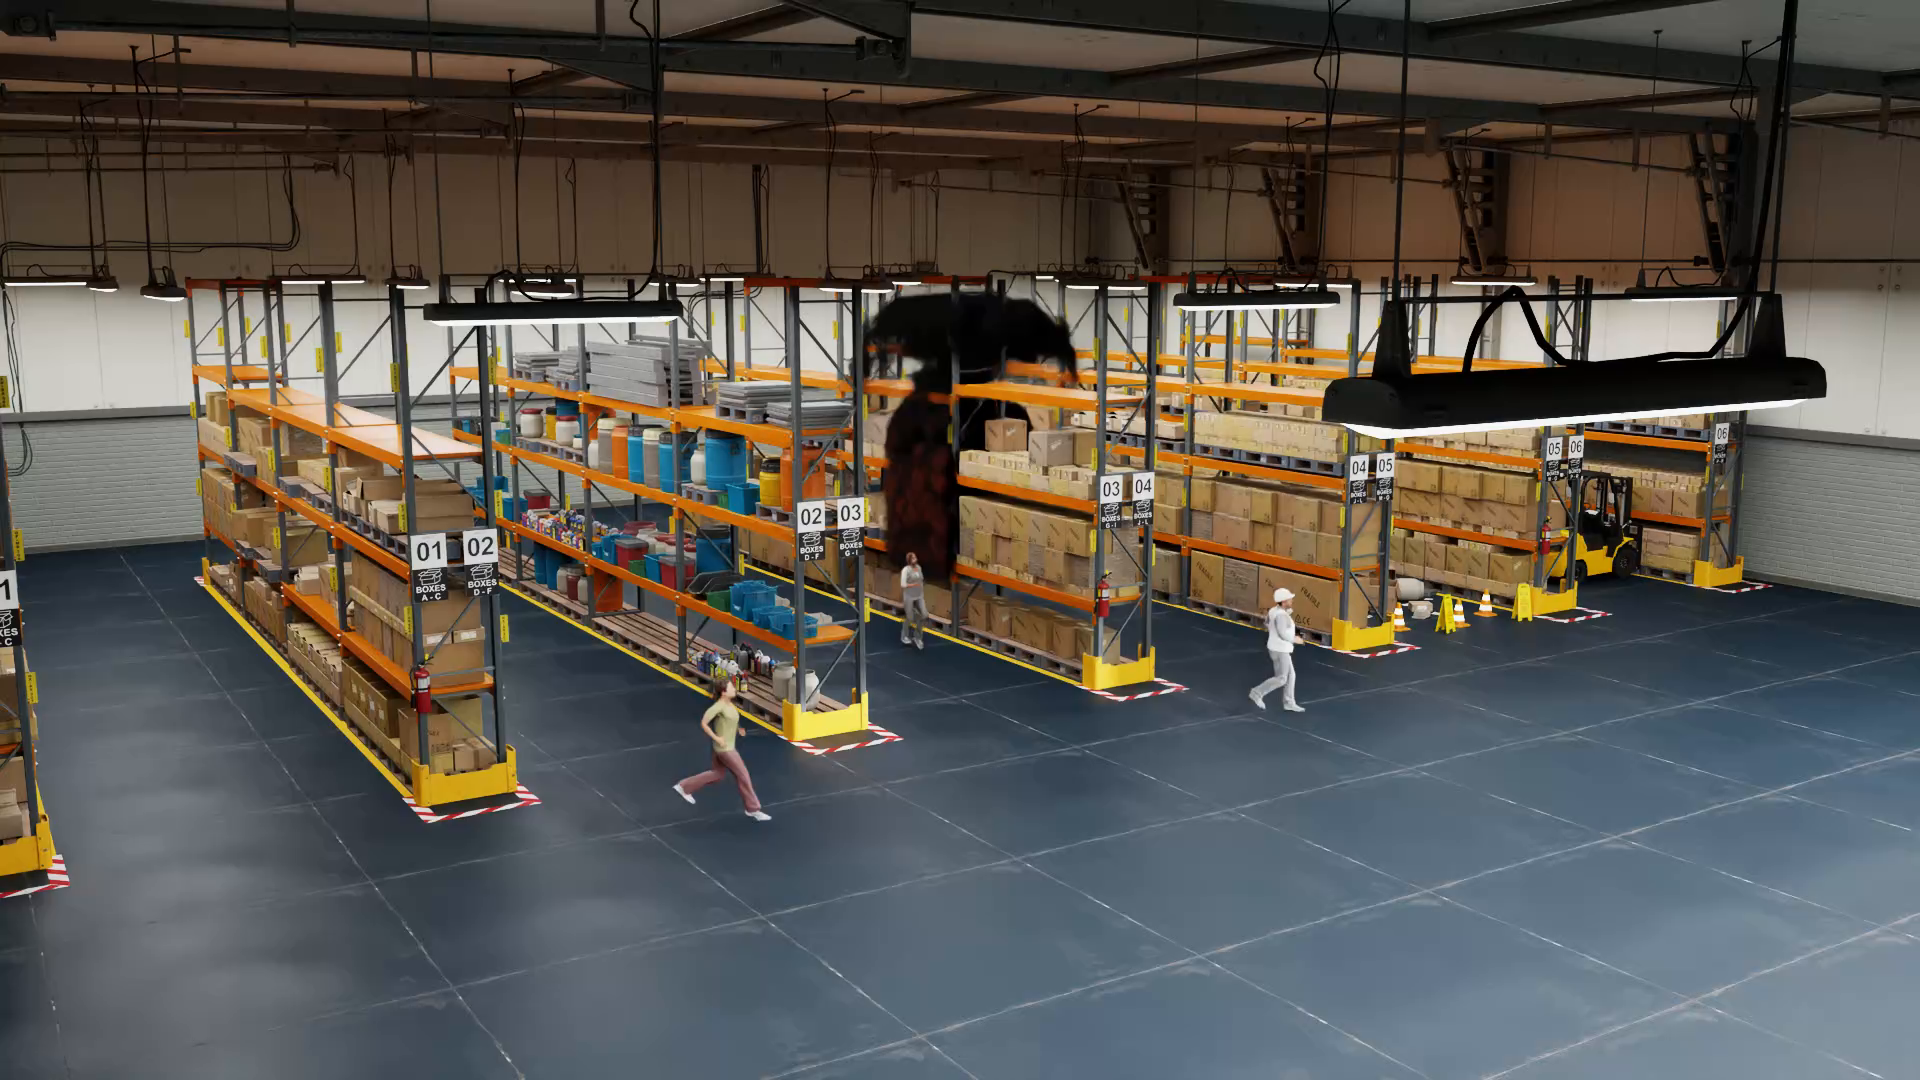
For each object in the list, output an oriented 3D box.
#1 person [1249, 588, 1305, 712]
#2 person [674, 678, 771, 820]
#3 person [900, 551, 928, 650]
[{"bbox_3d":[4.487,1.559,23.456,0.820,1.784,0.684,0,10,1],"label":"person"},{"bbox_3d":[-2.721,2.387,18.942,1.104,1.682,0.548,-1,10,-4],"label":"person"},{"bbox_3d":[-0.756,0.993,27.318,0.514,1.631,0.653,-6,11,-33],"label":"person"}]
